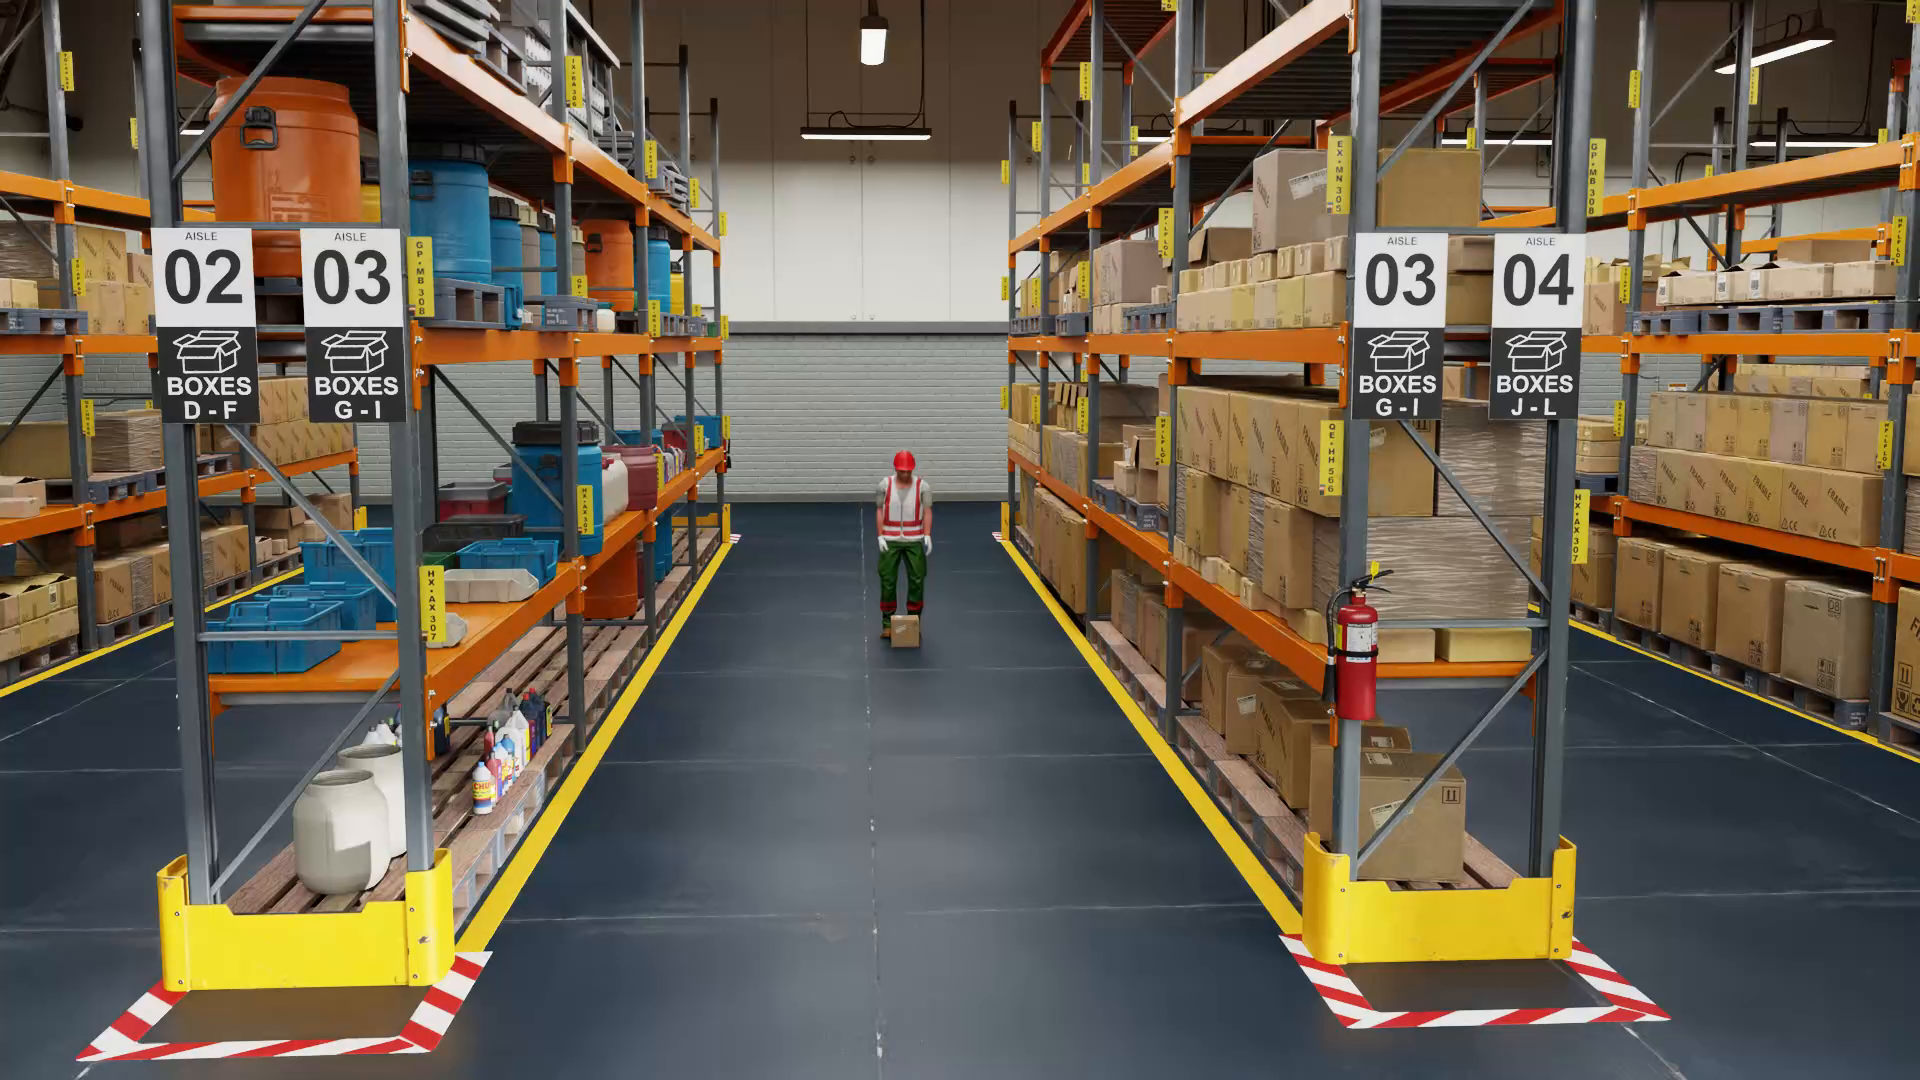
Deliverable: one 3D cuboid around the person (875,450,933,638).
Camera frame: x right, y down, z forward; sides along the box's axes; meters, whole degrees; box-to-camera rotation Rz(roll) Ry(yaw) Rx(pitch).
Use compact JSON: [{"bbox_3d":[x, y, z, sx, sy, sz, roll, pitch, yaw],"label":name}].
[{"bbox_3d":[-0.518,0.032,15.510,0.536,1.758,0.414,0,7,-2],"label":"person"}]
